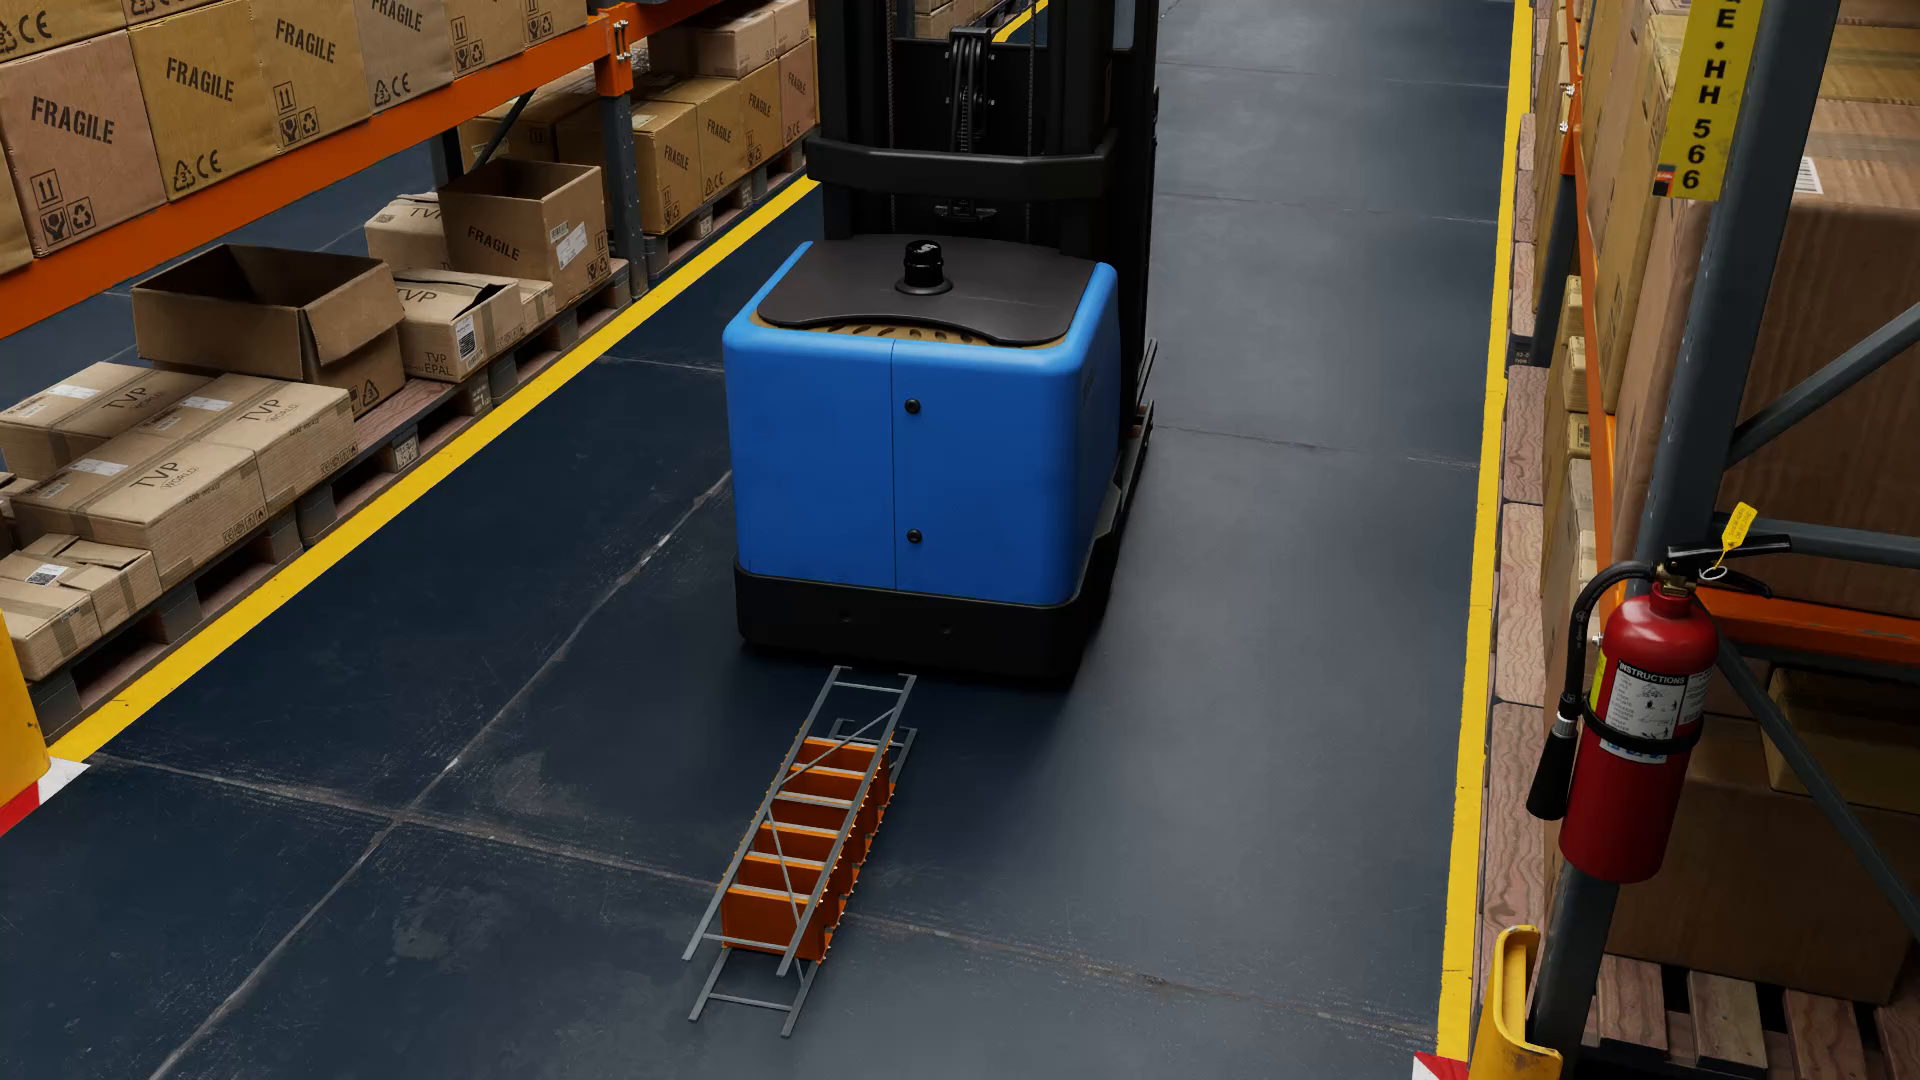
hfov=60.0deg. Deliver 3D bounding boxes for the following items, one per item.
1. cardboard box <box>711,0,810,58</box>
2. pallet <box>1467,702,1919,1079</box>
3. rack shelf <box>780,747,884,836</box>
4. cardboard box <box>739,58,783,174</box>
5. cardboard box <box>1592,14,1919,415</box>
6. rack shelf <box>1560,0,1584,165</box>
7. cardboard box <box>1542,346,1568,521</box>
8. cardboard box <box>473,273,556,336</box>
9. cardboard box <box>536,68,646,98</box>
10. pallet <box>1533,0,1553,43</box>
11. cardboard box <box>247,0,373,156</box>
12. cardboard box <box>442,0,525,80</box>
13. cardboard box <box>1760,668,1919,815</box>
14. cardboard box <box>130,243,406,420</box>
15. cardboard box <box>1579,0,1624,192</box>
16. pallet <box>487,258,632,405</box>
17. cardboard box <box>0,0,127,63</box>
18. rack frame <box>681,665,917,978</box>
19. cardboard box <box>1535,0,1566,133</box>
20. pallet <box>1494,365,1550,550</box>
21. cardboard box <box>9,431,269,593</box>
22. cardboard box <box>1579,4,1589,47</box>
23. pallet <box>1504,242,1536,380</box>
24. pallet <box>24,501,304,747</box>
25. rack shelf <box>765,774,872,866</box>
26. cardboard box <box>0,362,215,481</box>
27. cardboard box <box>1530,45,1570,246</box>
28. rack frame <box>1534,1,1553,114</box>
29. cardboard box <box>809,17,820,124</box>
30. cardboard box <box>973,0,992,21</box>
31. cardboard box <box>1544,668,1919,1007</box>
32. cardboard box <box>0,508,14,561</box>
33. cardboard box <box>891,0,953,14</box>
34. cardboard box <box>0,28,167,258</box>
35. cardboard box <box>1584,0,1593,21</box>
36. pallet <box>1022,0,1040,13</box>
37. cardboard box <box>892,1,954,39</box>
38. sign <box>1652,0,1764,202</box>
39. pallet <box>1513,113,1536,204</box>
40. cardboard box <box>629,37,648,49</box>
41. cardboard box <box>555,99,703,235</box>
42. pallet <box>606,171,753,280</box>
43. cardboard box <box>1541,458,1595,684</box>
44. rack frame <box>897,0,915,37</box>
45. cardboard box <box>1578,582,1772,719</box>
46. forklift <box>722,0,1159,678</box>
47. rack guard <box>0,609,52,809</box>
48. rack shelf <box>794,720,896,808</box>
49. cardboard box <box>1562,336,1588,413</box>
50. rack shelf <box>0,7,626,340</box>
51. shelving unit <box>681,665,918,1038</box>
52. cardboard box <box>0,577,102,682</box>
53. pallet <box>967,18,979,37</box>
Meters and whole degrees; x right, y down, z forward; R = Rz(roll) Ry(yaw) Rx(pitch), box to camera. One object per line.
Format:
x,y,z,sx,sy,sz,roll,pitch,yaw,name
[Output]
-1.149,-2.837,9.112,0.500,0.250,0.500,8,30,14,cardboard box
1.759,0.878,3.954,1.003,0.211,1.213,8,30,15,pallet
-0.333,0.658,4.364,0.258,0.180,0.103,6,30,11,rack shelf
-1.289,-2.292,8.904,0.500,0.500,0.500,9,30,15,cardboard box
1.942,-0.667,3.555,0.980,0.700,0.700,8,30,14,cardboard box
3.360,-2.432,7.776,1.077,0.370,4.000,8,30,15,rack shelf
2.305,-0.342,5.418,0.700,0.500,0.500,8,30,14,cardboard box
-1.913,-0.980,6.906,0.380,0.149,0.250,8,30,15,cardboard box
-1.940,-2.120,8.595,0.500,0.500,0.500,9,30,15,cardboard box
4.894,-3.954,12.640,1.003,0.211,1.213,8,30,15,pallet
-2.311,-1.581,5.403,0.500,0.500,0.500,9,30,16,cardboard box
-2.015,-2.057,6.259,0.500,0.500,0.500,9,30,16,cardboard box
1.863,0.415,3.391,0.380,0.149,0.250,9,30,15,cardboard box
-2.510,-0.749,6.127,0.797,0.503,0.637,8,30,15,cardboard box
2.378,-1.360,4.800,0.980,0.700,0.700,8,30,14,cardboard box
-2.166,-0.984,7.302,1.003,0.211,1.213,8,30,15,pallet
-2.609,-1.556,4.330,0.500,0.500,0.500,9,30,15,cardboard box
-0.369,0.657,4.179,0.240,0.006,1.200,6,30,11,rack frame
3.606,-2.597,9.111,0.750,0.750,0.750,8,30,14,cardboard box
2.475,-0.256,5.993,1.003,0.211,1.213,8,30,15,pallet
-2.560,-0.098,5.217,0.500,0.250,0.500,8,30,15,cardboard box
2.653,-2.034,6.558,0.380,0.149,0.250,9,30,16,cardboard box
2.927,-0.967,7.272,1.003,0.211,1.213,8,30,15,pallet
-2.882,0.150,5.264,1.003,0.211,1.213,8,30,15,pallet
-0.360,0.716,4.262,0.258,0.180,0.103,6,30,11,rack shelf
-2.906,-0.379,5.721,0.500,0.250,0.500,8,30,15,cardboard box
3.097,-1.795,7.670,0.750,0.750,0.750,9,30,16,cardboard box
3.947,-3.676,9.272,1.000,3.000,0.127,8,30,15,rack frame
-0.992,-2.772,9.766,0.500,0.500,0.500,7,30,13,cardboard box
-0.062,-4.040,12.324,0.500,0.250,0.500,8,30,14,cardboard box
1.709,0.612,3.704,0.700,0.500,0.500,8,30,15,cardboard box
-3.214,-0.051,4.874,0.500,0.500,0.500,8,30,15,cardboard box
-0.355,-3.809,11.331,0.500,0.311,0.500,10,30,17,cardboard box
-2.609,-1.116,4.567,0.500,0.500,0.500,8,30,14,cardboard box
2.667,-2.250,6.279,0.500,0.500,0.500,8,30,14,cardboard box
0.205,-4.673,13.933,1.003,0.211,1.213,8,30,15,pallet
-0.355,-3.564,11.468,0.500,0.250,0.500,8,30,15,cardboard box
1.084,-0.651,2.400,0.100,0.325,0.005,8,30,15,sign
3.643,-2.101,9.310,1.003,0.211,1.213,8,30,15,pallet
-1.645,-2.590,9.439,0.500,0.500,0.500,7,30,13,cardboard box
-1.589,-1.812,8.040,0.500,0.500,0.500,7,30,13,cardboard box
-1.761,-1.687,8.565,1.003,0.211,1.213,8,30,15,pallet
2.002,0.145,4.543,0.700,0.500,0.500,8,30,13,cardboard box
-0.790,-4.381,10.539,1.000,3.000,0.127,8,30,15,rack frame
1.572,0.242,3.701,0.380,0.149,0.250,8,30,14,cardboard box
0.132,-1.577,5.569,1.130,2.935,3.031,6,30,11,forklift
-3.116,0.394,4.527,1.175,0.500,0.348,8,30,15,rack guard
-0.307,0.601,4.465,0.258,0.180,0.103,6,30,11,rack shelf
2.027,-0.483,5.004,0.380,0.149,0.250,8,30,13,cardboard box
-2.551,-1.278,5.702,1.077,0.370,4.000,8,30,15,rack shelf
-0.369,0.737,4.224,0.258,0.189,1.200,6,30,11,shelving unit
-2.686,0.245,4.704,0.380,0.149,0.250,8,30,15,cardboard box
-0.511,-3.539,11.895,1.003,0.211,1.213,8,30,15,pallet
